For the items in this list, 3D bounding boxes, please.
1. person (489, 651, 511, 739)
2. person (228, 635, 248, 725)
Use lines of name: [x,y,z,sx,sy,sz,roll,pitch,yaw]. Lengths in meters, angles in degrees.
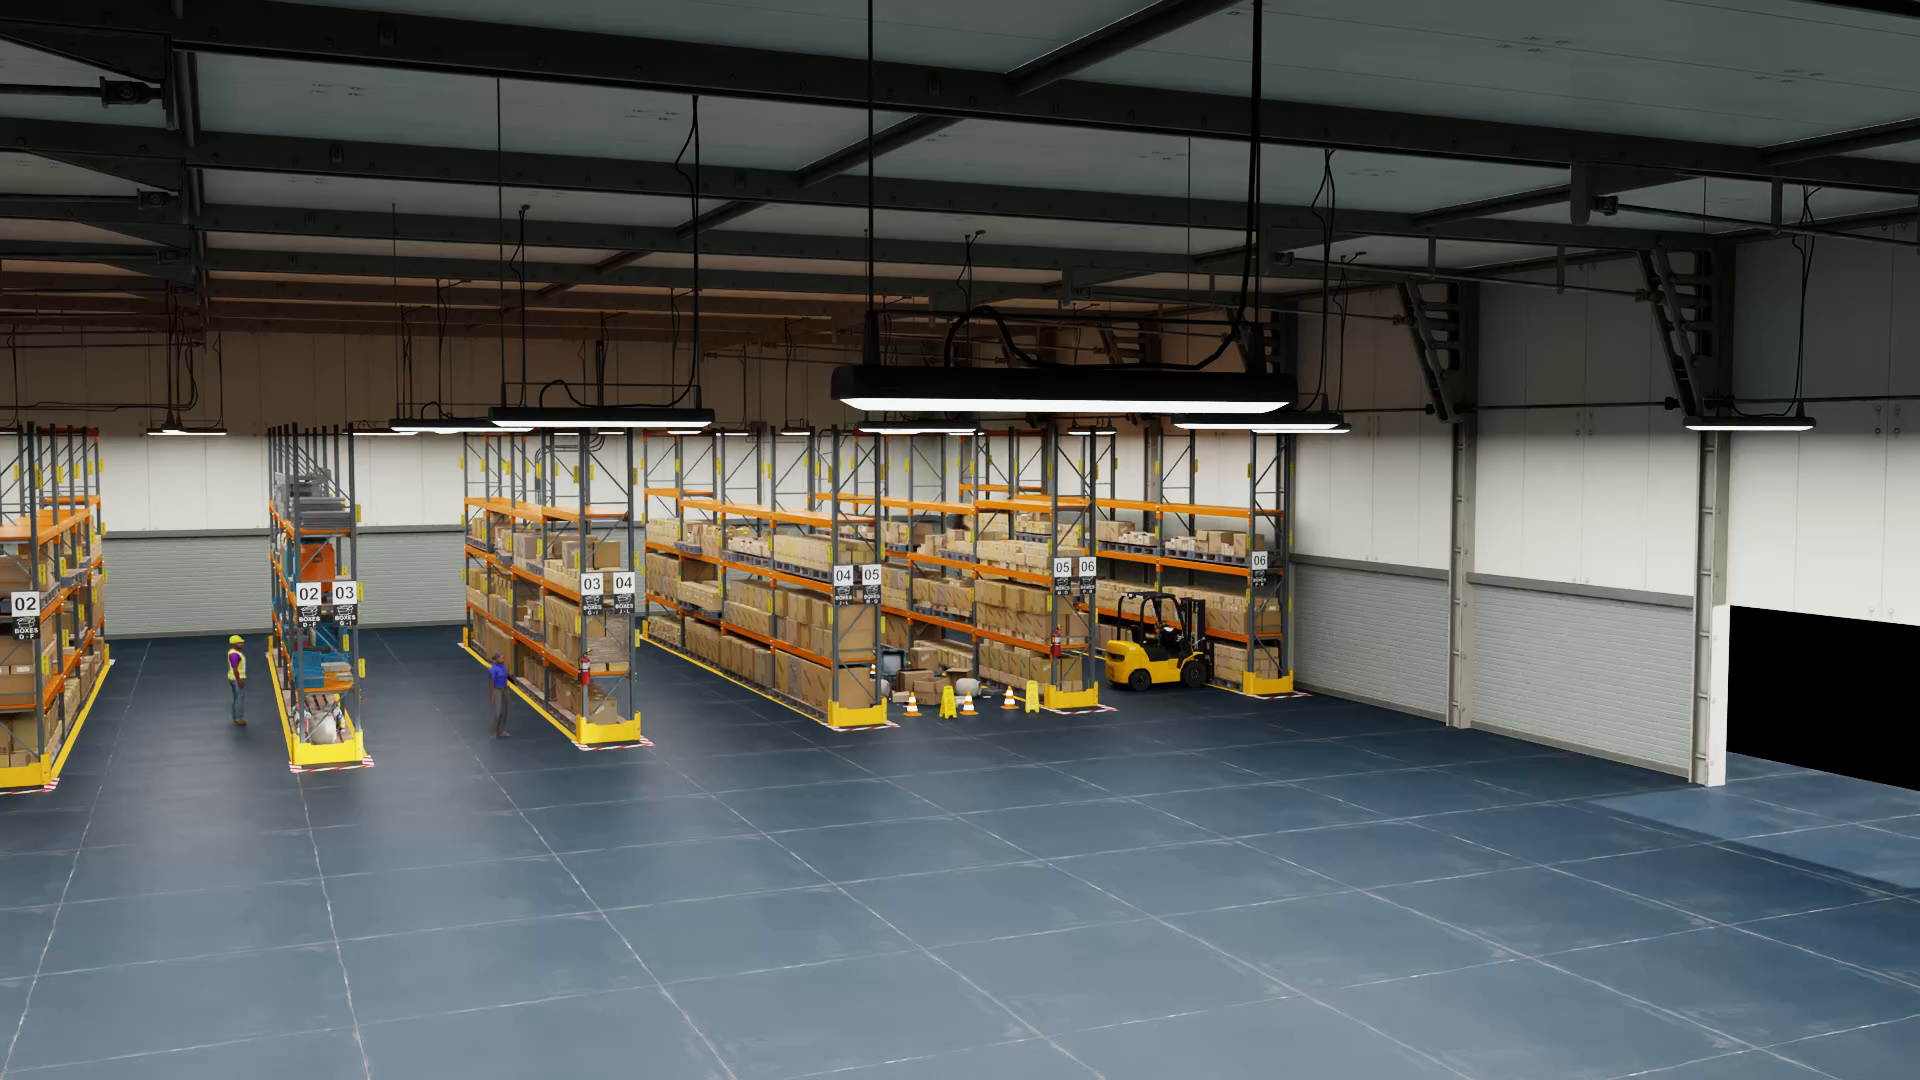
person: [-8.852,2.988,31.938,0.340,1.721,0.532,1,4,20]
person: [-14.475,2.796,33.368,0.433,1.772,0.578,-3,4,-38]
